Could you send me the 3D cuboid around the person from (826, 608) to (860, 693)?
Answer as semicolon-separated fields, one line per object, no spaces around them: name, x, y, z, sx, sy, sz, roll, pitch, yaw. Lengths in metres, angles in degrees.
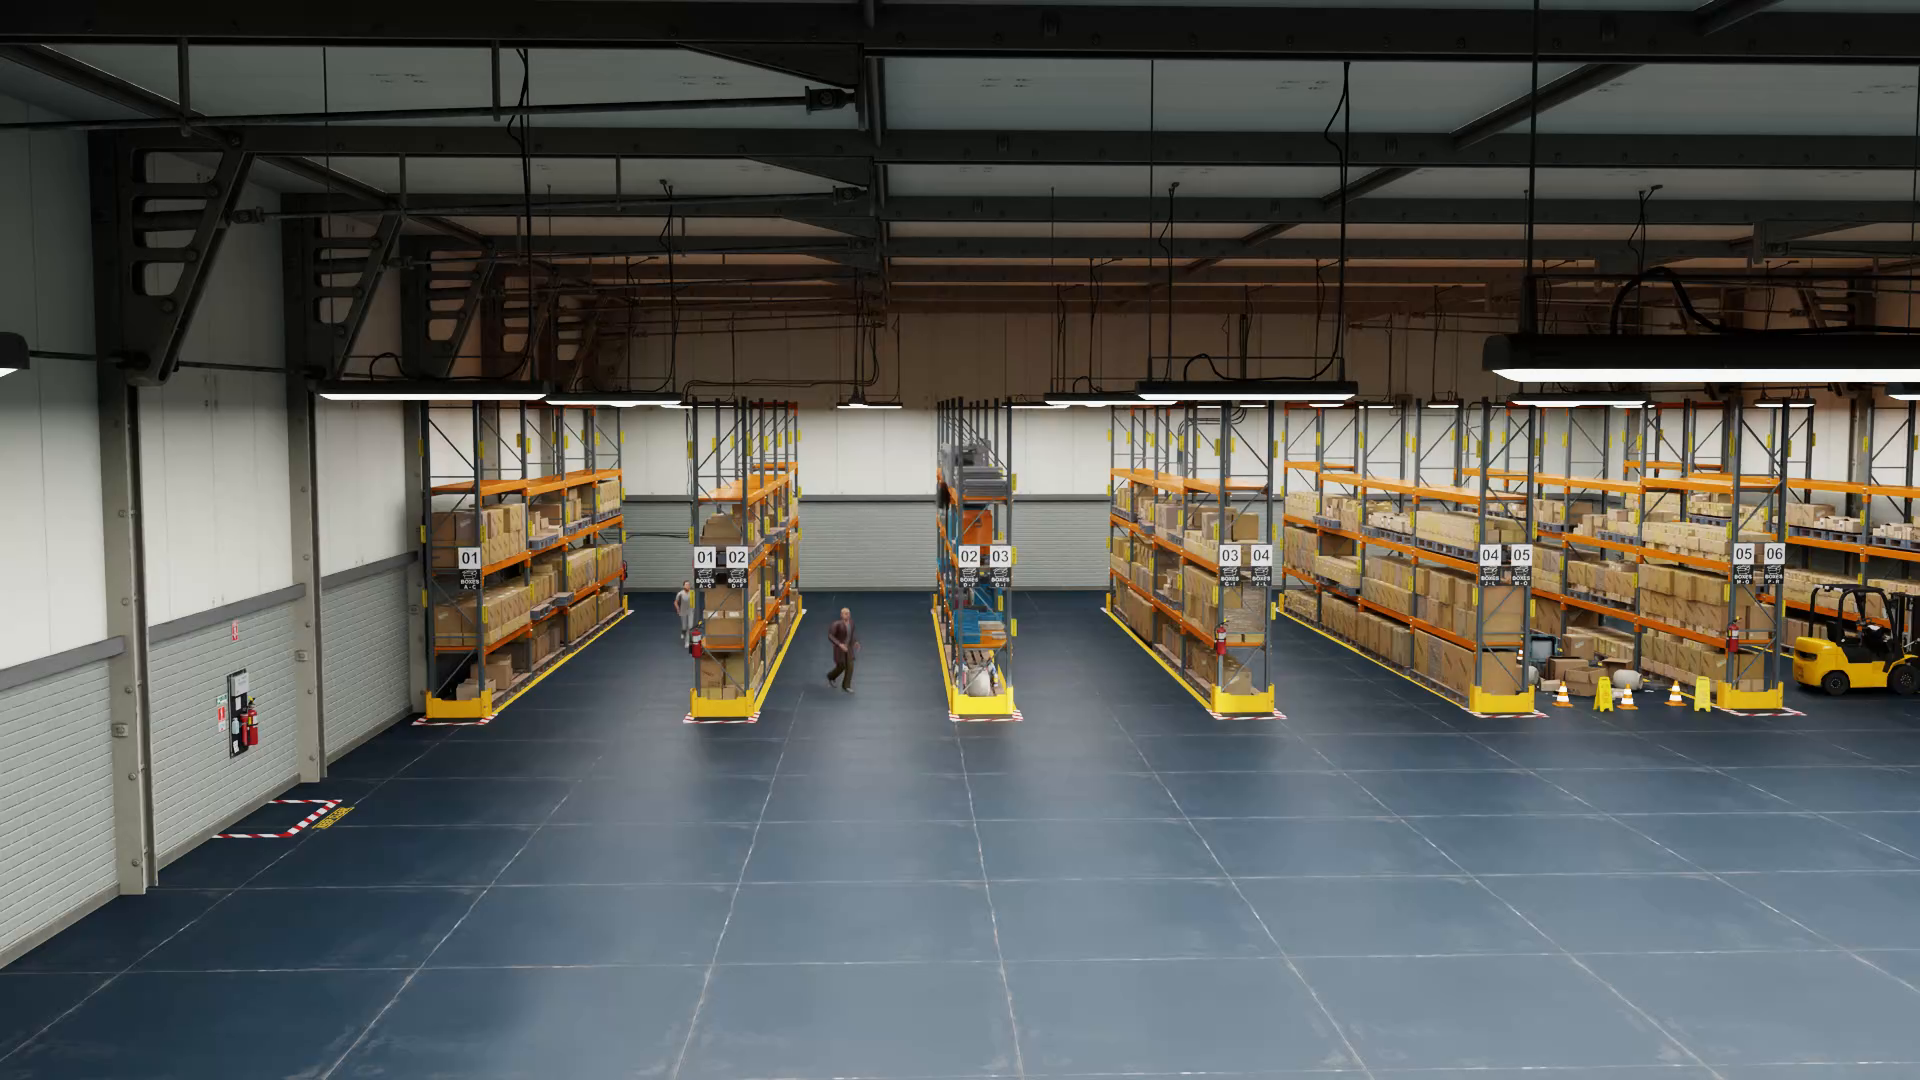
person;-2.443;2.240;33.975;0.711;1.734;0.852;-3;5;-35

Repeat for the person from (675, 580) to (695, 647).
person;-6.685;1.789;40.688;0.578;1.619;0.616;-1;5;-16
